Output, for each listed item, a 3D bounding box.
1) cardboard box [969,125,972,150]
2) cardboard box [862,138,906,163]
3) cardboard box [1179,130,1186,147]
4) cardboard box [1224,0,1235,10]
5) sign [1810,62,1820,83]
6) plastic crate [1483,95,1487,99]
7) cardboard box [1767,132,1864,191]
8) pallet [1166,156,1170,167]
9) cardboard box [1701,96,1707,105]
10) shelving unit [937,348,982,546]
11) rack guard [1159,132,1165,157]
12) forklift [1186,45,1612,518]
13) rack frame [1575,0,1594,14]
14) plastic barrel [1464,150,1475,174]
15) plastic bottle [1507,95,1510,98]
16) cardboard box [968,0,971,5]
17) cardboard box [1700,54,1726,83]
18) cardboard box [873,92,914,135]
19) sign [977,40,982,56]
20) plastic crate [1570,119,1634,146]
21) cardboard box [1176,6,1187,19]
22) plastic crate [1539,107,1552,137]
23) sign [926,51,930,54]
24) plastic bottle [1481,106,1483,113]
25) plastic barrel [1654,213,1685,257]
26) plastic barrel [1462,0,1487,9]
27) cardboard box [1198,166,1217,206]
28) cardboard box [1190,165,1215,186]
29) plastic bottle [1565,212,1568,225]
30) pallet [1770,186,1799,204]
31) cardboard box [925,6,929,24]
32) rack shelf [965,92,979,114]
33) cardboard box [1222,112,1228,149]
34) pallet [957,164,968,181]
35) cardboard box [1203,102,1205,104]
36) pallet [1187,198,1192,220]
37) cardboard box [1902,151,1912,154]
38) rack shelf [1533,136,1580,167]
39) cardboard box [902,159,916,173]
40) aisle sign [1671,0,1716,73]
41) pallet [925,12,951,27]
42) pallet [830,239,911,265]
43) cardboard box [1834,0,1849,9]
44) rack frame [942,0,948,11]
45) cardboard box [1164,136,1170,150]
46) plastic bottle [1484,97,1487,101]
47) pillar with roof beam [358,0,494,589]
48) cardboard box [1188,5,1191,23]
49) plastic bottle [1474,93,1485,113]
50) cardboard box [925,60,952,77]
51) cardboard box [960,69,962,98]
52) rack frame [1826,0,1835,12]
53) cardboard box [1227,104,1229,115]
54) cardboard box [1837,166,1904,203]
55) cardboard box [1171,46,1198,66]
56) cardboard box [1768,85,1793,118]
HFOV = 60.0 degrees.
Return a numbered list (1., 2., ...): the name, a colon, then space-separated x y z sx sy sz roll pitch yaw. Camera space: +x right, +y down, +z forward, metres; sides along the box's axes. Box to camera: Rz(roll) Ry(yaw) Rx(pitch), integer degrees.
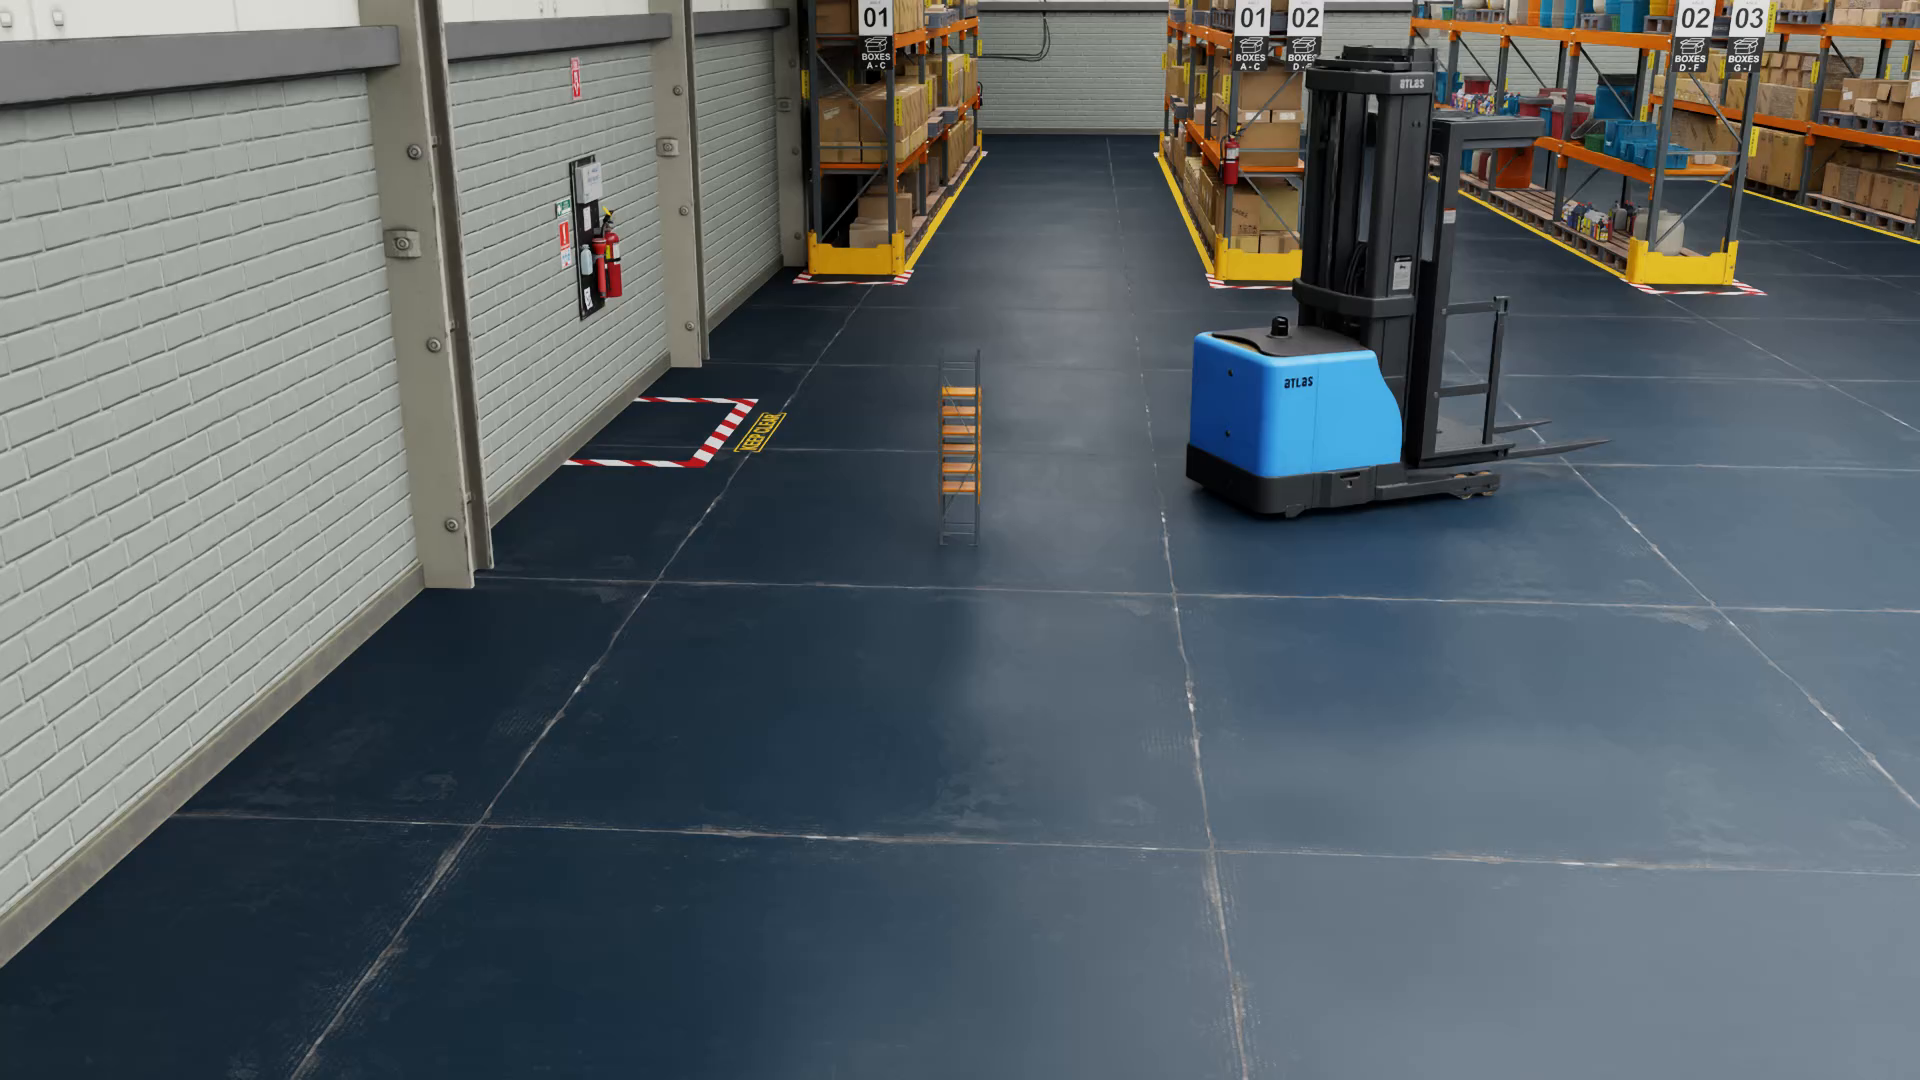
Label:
1. cardboard box: -0.118 -8.307 34.297 0.700 0.500 0.500 1 18 4
2. cardboard box: -0.927 -4.784 20.414 0.500 0.250 0.500 1 18 2
3. cardboard box: 4.138 -7.085 29.331 0.500 0.250 0.500 1 18 3
4. cardboard box: 3.482 -6.575 20.197 0.500 0.250 0.500 1 18 4
5. sign: 13.562 -7.416 26.377 0.100 0.325 0.005 1 18 4
6. plastic crate: 9.639 -8.251 31.115 0.396 0.136 0.243 1 18 4
7. cardboard box: 14.186 -6.258 27.441 1.225 0.875 0.875 0 18 1
8. pallet: 4.657 -7.587 33.237 1.003 0.211 1.213 1 18 4
9. cardboard box: 14.135 -8.239 31.152 0.380 0.149 0.250 1 18 3
10. shelving unit: -0.001 -0.566 10.222 0.258 1.200 0.189 1 18 4
11. rack guard: 4.804 -8.349 35.101 1.175 0.500 0.348 1 18 4
12. forklift: 3.135 -1.813 11.250 3.031 2.935 1.130 -7 20 -21
13. rack frame: 8.889 -8.573 22.135 1.000 3.000 0.127 1 18 4
14. plastic barrel: 9.356 -7.021 29.727 0.600 0.901 0.708 1 18 4
15. plastic bottle: 9.685 -7.706 29.324 0.152 0.276 0.135 1 18 4
16. cardboard box: -0.056 -10.396 31.921 0.500 0.250 0.500 1 18 3
17. cardboard box: 14.209 -8.827 31.103 0.500 0.500 0.500 1 18 4
18. cardboard box: -0.856 -5.451 21.245 0.500 0.500 0.500 1 18 2
19. sign: 0.408 -10.317 34.851 0.100 0.325 0.005 1 18 4
20. plastic crate: 8.725 -5.533 22.591 0.767 0.338 0.504 1 18 4
21. cardboard box: 4.292 -9.830 31.028 0.500 0.250 0.500 1 18 4
22. plastic crate: 8.658 -6.064 24.138 0.392 0.384 0.575 1 18 4
23. sign: -0.685 -10.134 35.014 0.100 0.325 0.005 1 18 4
24. plastic bottle: 8.857 -7.264 28.092 0.097 0.201 0.097 0 18 0
25. plastic barrel: 8.573 -3.703 20.229 0.421 0.512 0.421 0 18 0
26. plastic barrel: 9.175 -9.739 29.616 0.433 0.535 0.433 0 18 0
27. cardboard box: 3.603 -4.946 23.238 0.500 0.500 0.500 1 18 4
28. cardboard box: 3.801 -5.598 25.531 0.500 0.311 0.500 1 18 3
29. plastic bottle: 8.415 -4.449 22.971 0.097 0.201 0.097 0 18 0
30. pallet: 14.248 -5.772 27.699 1.003 0.211 1.213 1 18 4
31. cardboard box: -0.891 -8.269 25.827 0.797 0.503 0.637 4 19 12
32. rack shelf: -0.275 -8.707 33.334 1.077 0.370 4.000 1 18 4
33. cardboard box: 3.852 -5.424 21.998 0.700 0.500 0.500 2 18 5
34. pallet: -0.399 -6.862 31.024 1.003 0.211 1.213 1 18 4
35. cardboard box: 4.166 -6.922 26.873 0.500 0.311 0.500 2 18 7
36. pallet: 4.048 -5.118 25.705 1.003 0.211 1.213 1 18 4
37. cardboard box: 19.273 -7.886 33.576 0.380 0.149 0.250 2 18 5
38. rack shelf: 9.033 -6.001 25.077 1.077 0.370 4.000 1 18 4
39. cardboard box: -0.928 -5.687 25.064 0.500 0.250 0.500 1 18 3
40. aisle sign: 8.301 -5.700 18.825 0.394 0.787 0.004 1 18 4
41. pallet: -0.770 -7.791 24.867 1.213 0.211 1.003 1 18 4
42. pallet: -1.180 -3.651 21.226 1.003 0.211 1.213 1 18 4
43. cardboard box: 13.826 -8.424 25.535 0.500 0.500 0.500 1 18 4
44. rack frame: -0.706 -10.037 26.601 1.000 3.000 0.127 1 18 4
45. cardboard box: 4.451 -8.145 34.174 0.500 0.250 0.500 1 18 4
46. plastic bottle: 9.018 -7.453 28.540 0.061 0.283 0.133 1 18 4
47. pillar with roof beam: 1.342 -3.966 8.073 9.100 9.000 0.400 1 18 4
48. cardboard box: 4.270 -8.844 27.618 0.910 0.500 0.500 1 18 4
49. plastic bottle: 8.914 -7.480 28.512 0.144 0.351 0.185 1 18 4
50. cardboard box: -0.414 -7.885 27.794 0.500 0.250 0.500 2 18 5
51. cardboard box: -0.227 -8.319 30.323 0.500 0.500 0.500 1 18 4
52. rack frame: 14.116 -9.705 25.589 1.000 3.000 0.127 1 18 4
53. cardboard box: 3.591 -5.472 21.105 0.380 0.149 0.250 2 18 5
54. cardboard box: 14.061 -5.494 25.681 0.700 0.500 0.500 0 18 -1
55. cardboard box: 4.371 -9.320 32.282 0.500 0.500 0.500 1 18 4
56. cardboard box: 13.980 -7.376 27.957 0.500 0.500 0.500 1 18 2
